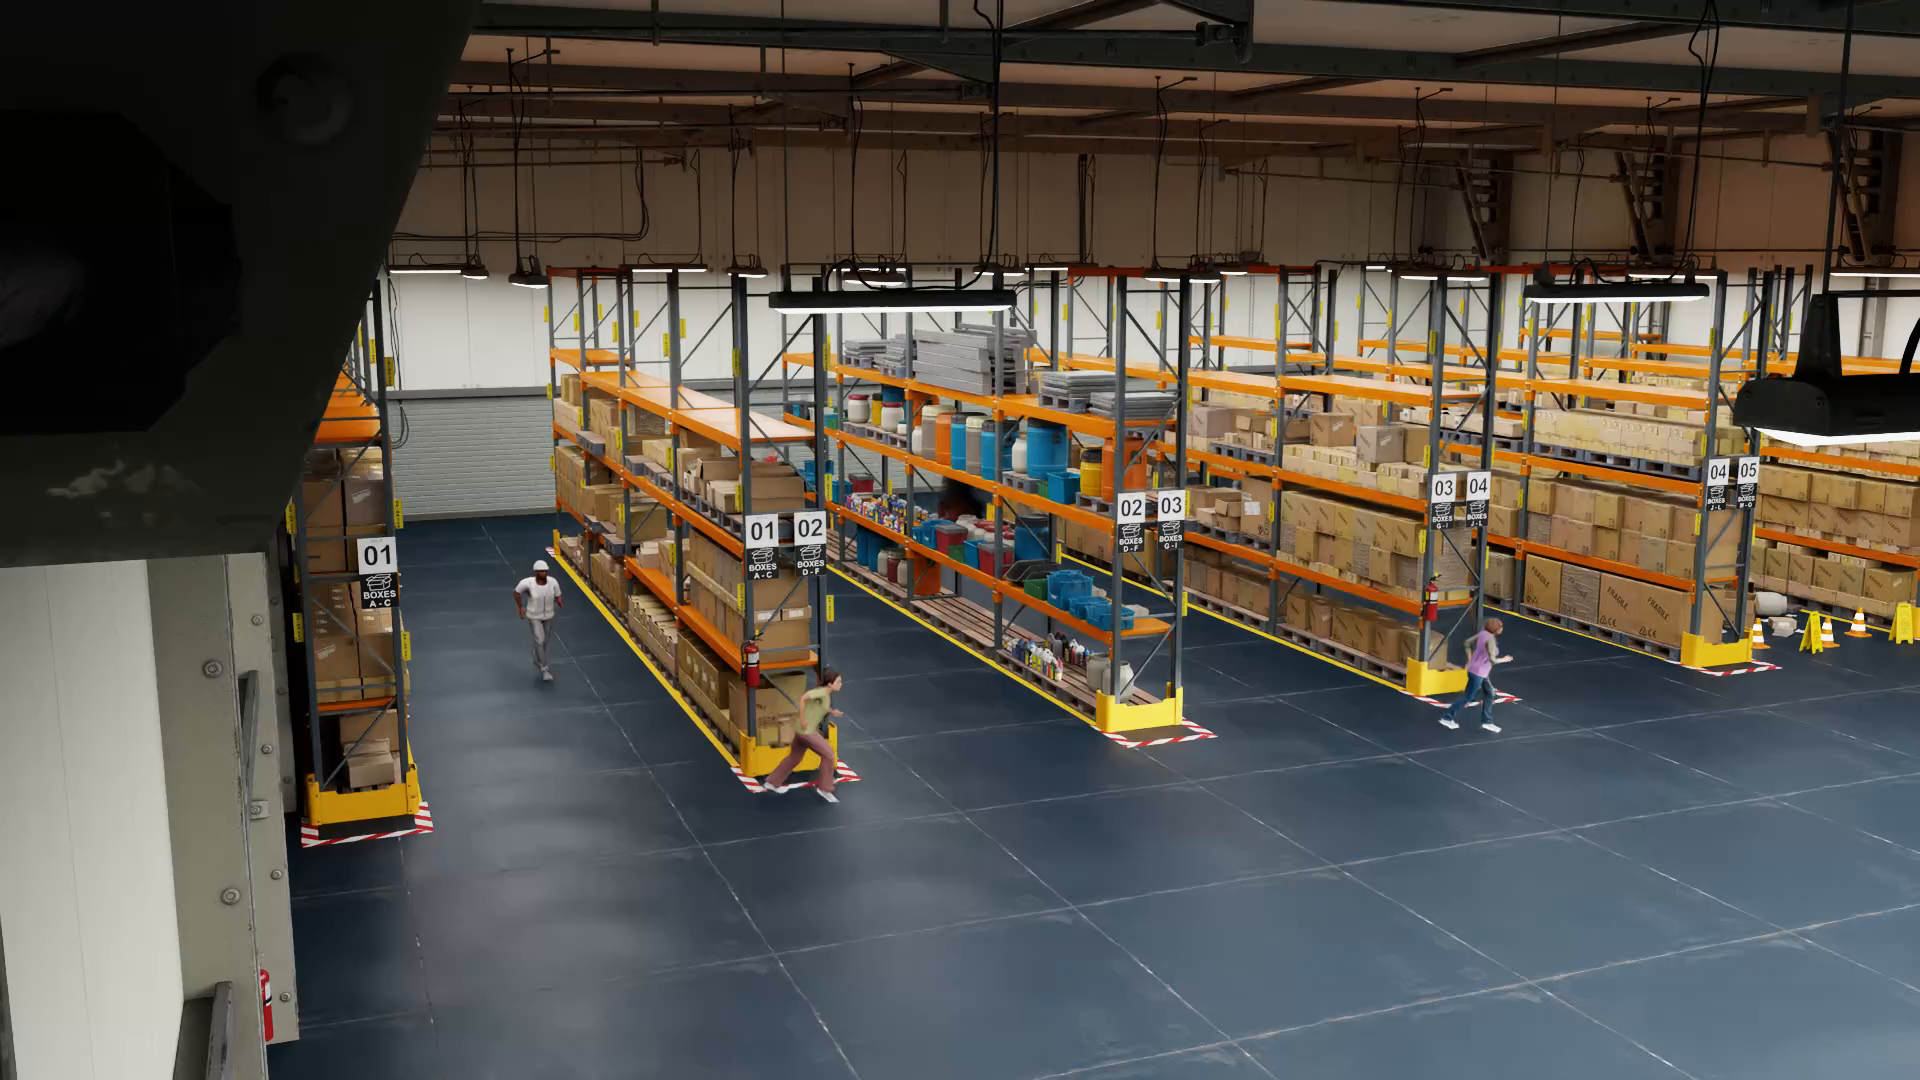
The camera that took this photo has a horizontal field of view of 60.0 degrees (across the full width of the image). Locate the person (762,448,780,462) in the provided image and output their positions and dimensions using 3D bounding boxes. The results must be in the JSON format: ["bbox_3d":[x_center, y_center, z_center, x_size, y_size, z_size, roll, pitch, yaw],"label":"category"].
[{"bbox_3d":[-4.560,-1.372,39.667,0.672,1.663,0.660,3,10,17],"label":"person"}]

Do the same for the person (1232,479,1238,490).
[{"bbox_3d":[7.366,-2.102,43.397,0.976,1.763,0.690,-8,13,-40],"label":"person"}]

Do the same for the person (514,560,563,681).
[{"bbox_3d":[-6.287,1.113,24.899,0.660,1.672,0.949,-7,12,-36],"label":"person"}]

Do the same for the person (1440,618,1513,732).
[{"bbox_3d":[6.810,1.781,21.923,0.904,1.566,0.540,1,10,6],"label":"person"}]

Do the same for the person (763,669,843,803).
[{"bbox_3d":[-1.821,2.277,19.191,0.944,1.622,0.621,1,10,5],"label":"person"}]
